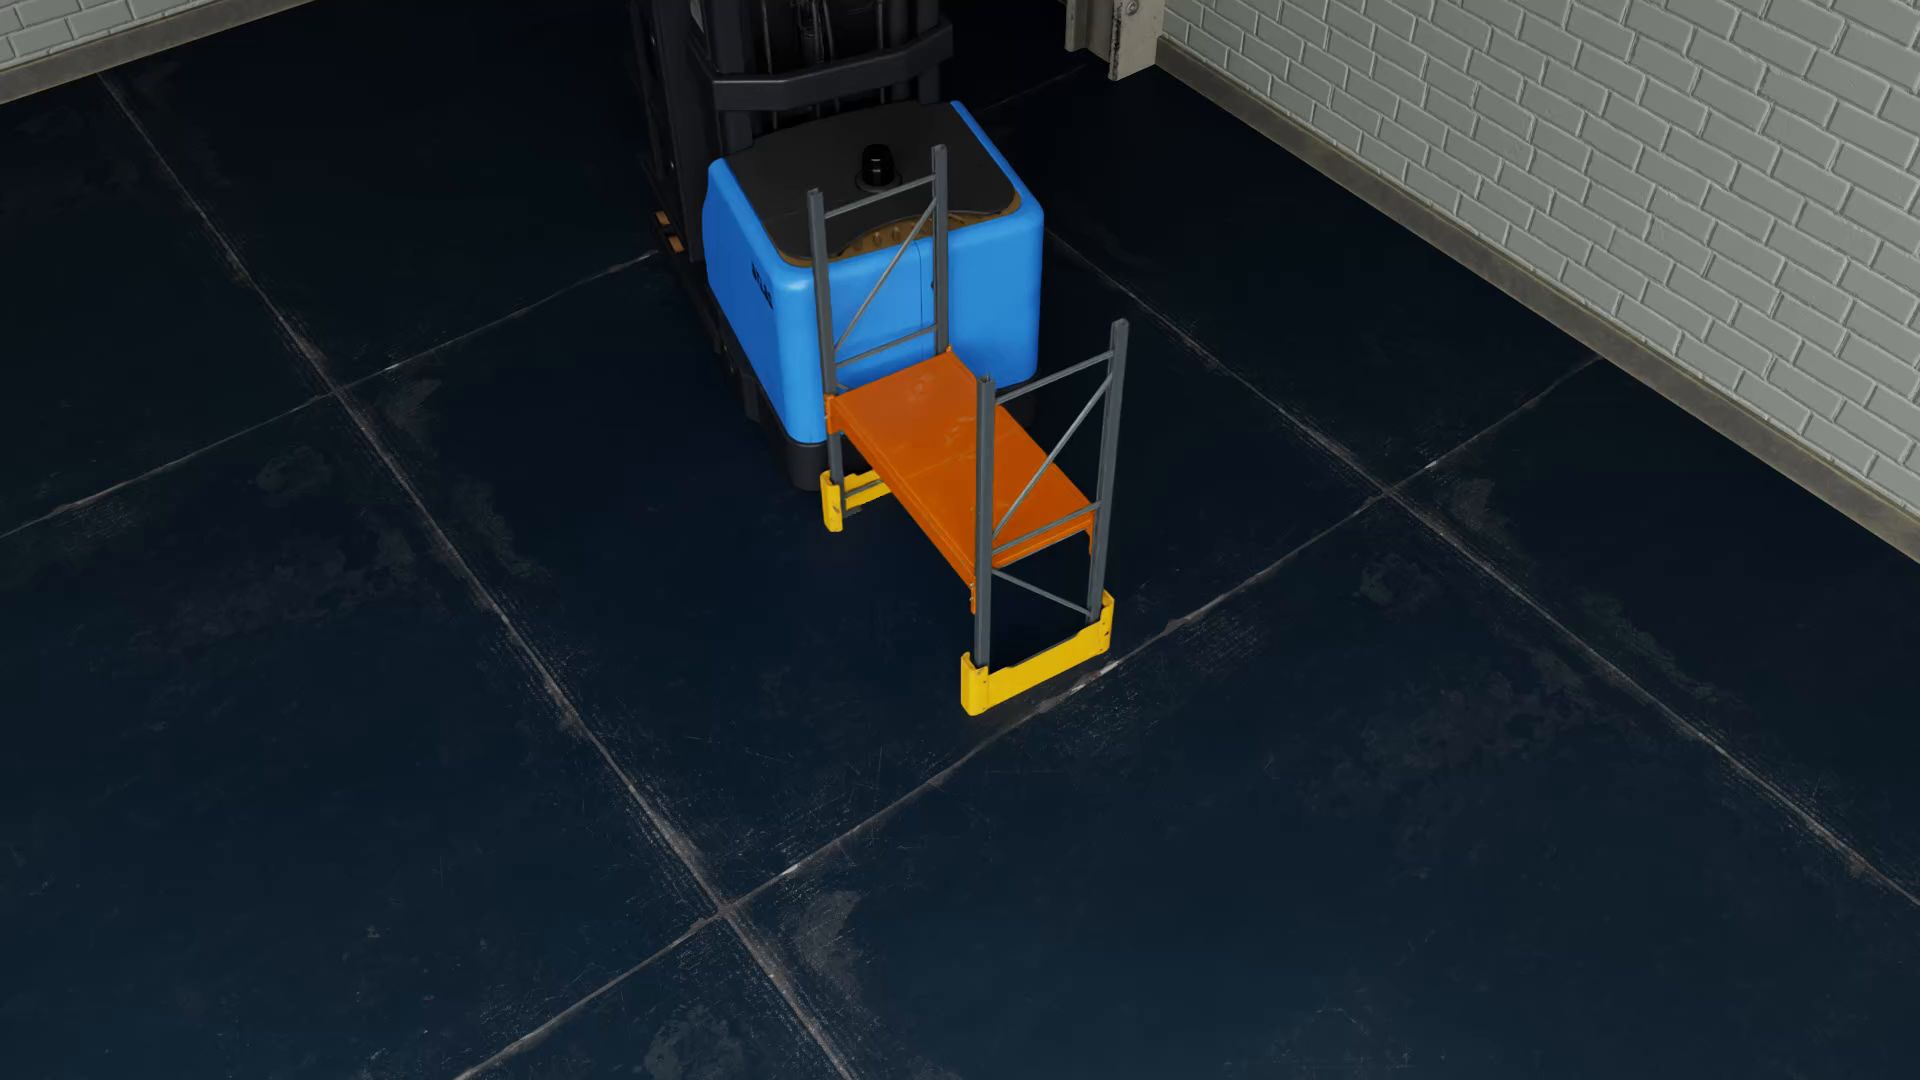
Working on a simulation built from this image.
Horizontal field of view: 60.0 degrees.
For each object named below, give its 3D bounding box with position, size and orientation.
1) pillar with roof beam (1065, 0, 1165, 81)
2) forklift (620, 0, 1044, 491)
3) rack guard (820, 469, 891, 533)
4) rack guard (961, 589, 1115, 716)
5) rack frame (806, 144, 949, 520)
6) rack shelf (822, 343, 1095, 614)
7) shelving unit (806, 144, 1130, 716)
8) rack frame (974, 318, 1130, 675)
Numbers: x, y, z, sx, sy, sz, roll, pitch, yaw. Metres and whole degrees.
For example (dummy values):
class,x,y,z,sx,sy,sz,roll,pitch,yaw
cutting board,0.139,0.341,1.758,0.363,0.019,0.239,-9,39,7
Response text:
class,x,y,z,sx,sy,sz,roll,pitch,yaw
pillar with roof beam,-2.651,-3.574,3.416,9.100,9.000,0.400,-29,54,-24
forklift,-0.737,-2.280,6.338,1.130,2.935,3.031,-18,50,-16
rack guard,-0.251,-0.244,6.303,0.587,0.250,0.087,-24,52,-20
rack guard,0.267,0.386,5.732,0.587,0.250,0.087,-24,52,-20
rack frame,-0.262,-0.676,5.851,0.500,1.500,0.032,-24,52,-20
rack shelf,0.003,-0.234,5.693,0.538,0.185,1.000,-24,52,-20
shelving unit,0.008,-0.349,5.554,0.587,1.500,1.083,-24,52,-20
rack frame,0.268,-0.033,5.268,0.500,1.500,0.032,-24,52,-20
